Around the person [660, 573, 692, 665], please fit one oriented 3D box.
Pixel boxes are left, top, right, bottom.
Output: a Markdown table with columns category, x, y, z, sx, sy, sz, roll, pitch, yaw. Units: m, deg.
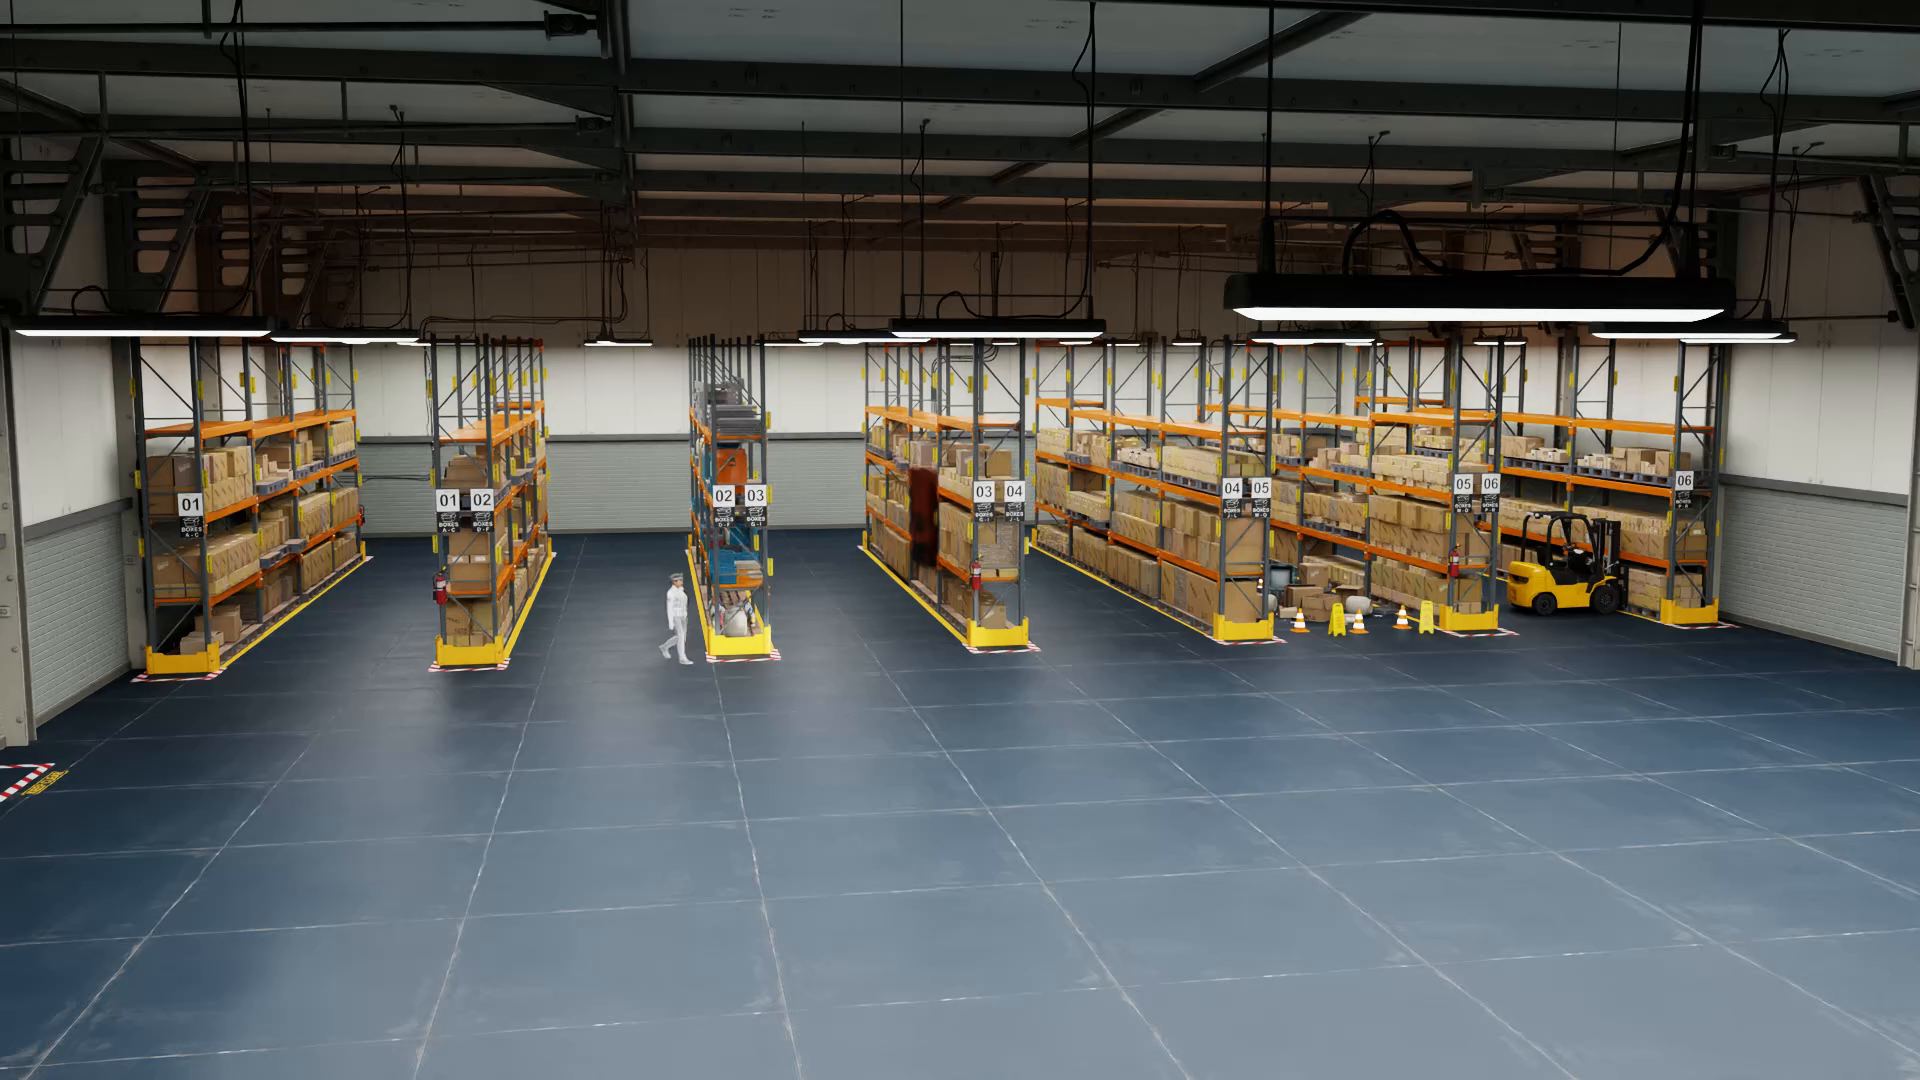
| category | x | y | z | sx | sy | sz | roll | pitch | yaw |
| --- | --- | --- | --- | --- | --- | --- | --- | --- | --- |
| person | -5.175 | 1.413 | 30.378 | 0.770 | 1.655 | 0.535 | 3 | 7 | 23 |

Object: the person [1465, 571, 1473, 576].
| category | x | y | z | sx | sy | sz | roll | pitch | yaw |
| --- | --- | --- | --- | --- | --- | --- | --- | --- | --- |
| person | 11.706 | 0.505 | 38.501 | 0.501 | 1.673 | 0.579 | -2 | 7 | -19 |

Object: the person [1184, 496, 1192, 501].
| category | x | y | z | sx | sy | sz | roll | pitch | yaw |
| --- | --- | --- | --- | --- | --- | --- | --- | --- | --- |
| person | 6.240 | -0.335 | 45.178 | 0.539 | 1.777 | 0.638 | 6 | 9 | 42 |
